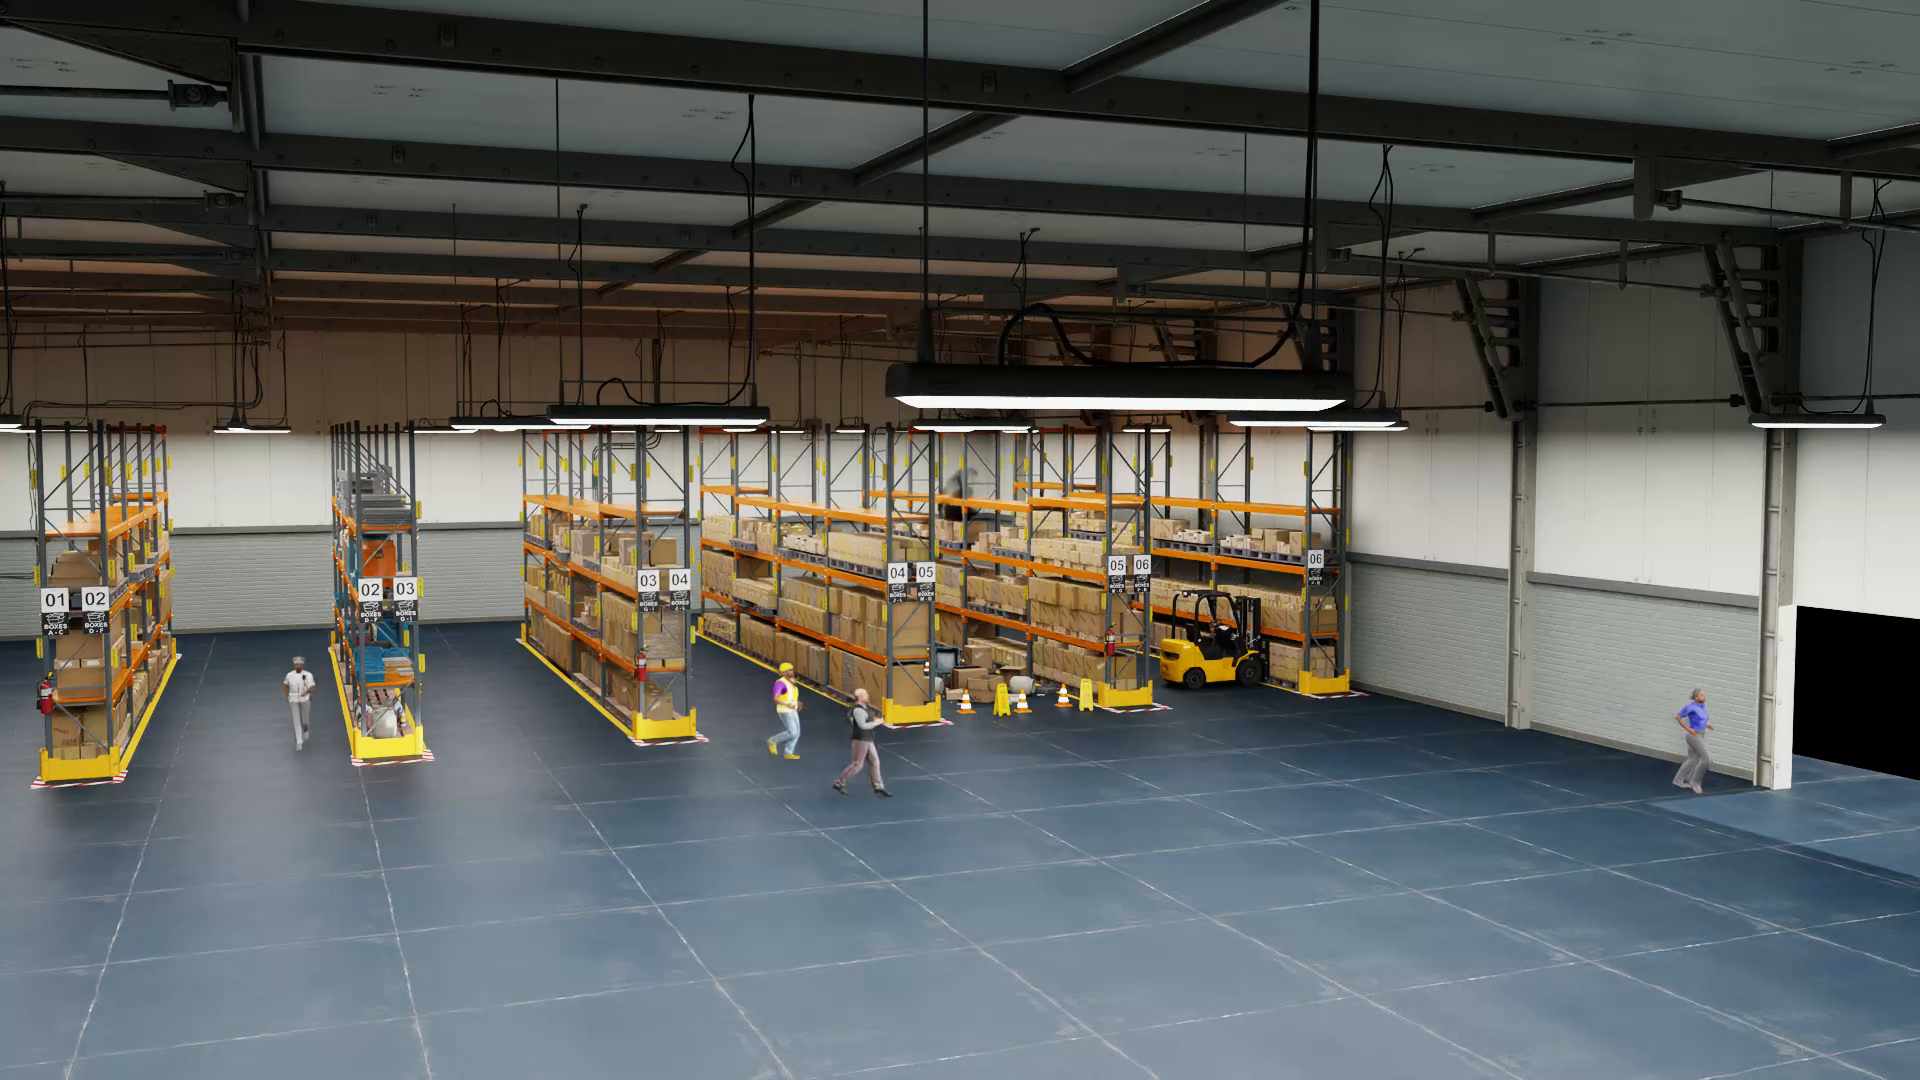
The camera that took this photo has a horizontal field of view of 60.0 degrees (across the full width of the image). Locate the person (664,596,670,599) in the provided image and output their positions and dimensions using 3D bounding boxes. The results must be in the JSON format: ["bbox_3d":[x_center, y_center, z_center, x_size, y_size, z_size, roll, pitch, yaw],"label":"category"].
[{"bbox_3d":[-8.603,1.856,48.214,0.681,1.712,0.533,2,4,29],"label":"person"}]

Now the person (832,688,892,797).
[{"bbox_3d":[-1.538,3.199,26.216,0.939,1.726,0.648,0,4,4],"label":"person"}]

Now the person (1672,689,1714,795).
[{"bbox_3d":[11.841,3.242,26.777,0.617,1.709,0.614,3,5,44],"label":"person"}]

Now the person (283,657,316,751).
[{"bbox_3d":[-12.098,2.960,30.429,0.564,1.670,0.855,-1,4,-18],"label":"person"}]

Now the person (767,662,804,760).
[{"bbox_3d":[-3.095,3.022,29.431,0.604,1.721,0.692,1,4,17],"label":"person"}]
